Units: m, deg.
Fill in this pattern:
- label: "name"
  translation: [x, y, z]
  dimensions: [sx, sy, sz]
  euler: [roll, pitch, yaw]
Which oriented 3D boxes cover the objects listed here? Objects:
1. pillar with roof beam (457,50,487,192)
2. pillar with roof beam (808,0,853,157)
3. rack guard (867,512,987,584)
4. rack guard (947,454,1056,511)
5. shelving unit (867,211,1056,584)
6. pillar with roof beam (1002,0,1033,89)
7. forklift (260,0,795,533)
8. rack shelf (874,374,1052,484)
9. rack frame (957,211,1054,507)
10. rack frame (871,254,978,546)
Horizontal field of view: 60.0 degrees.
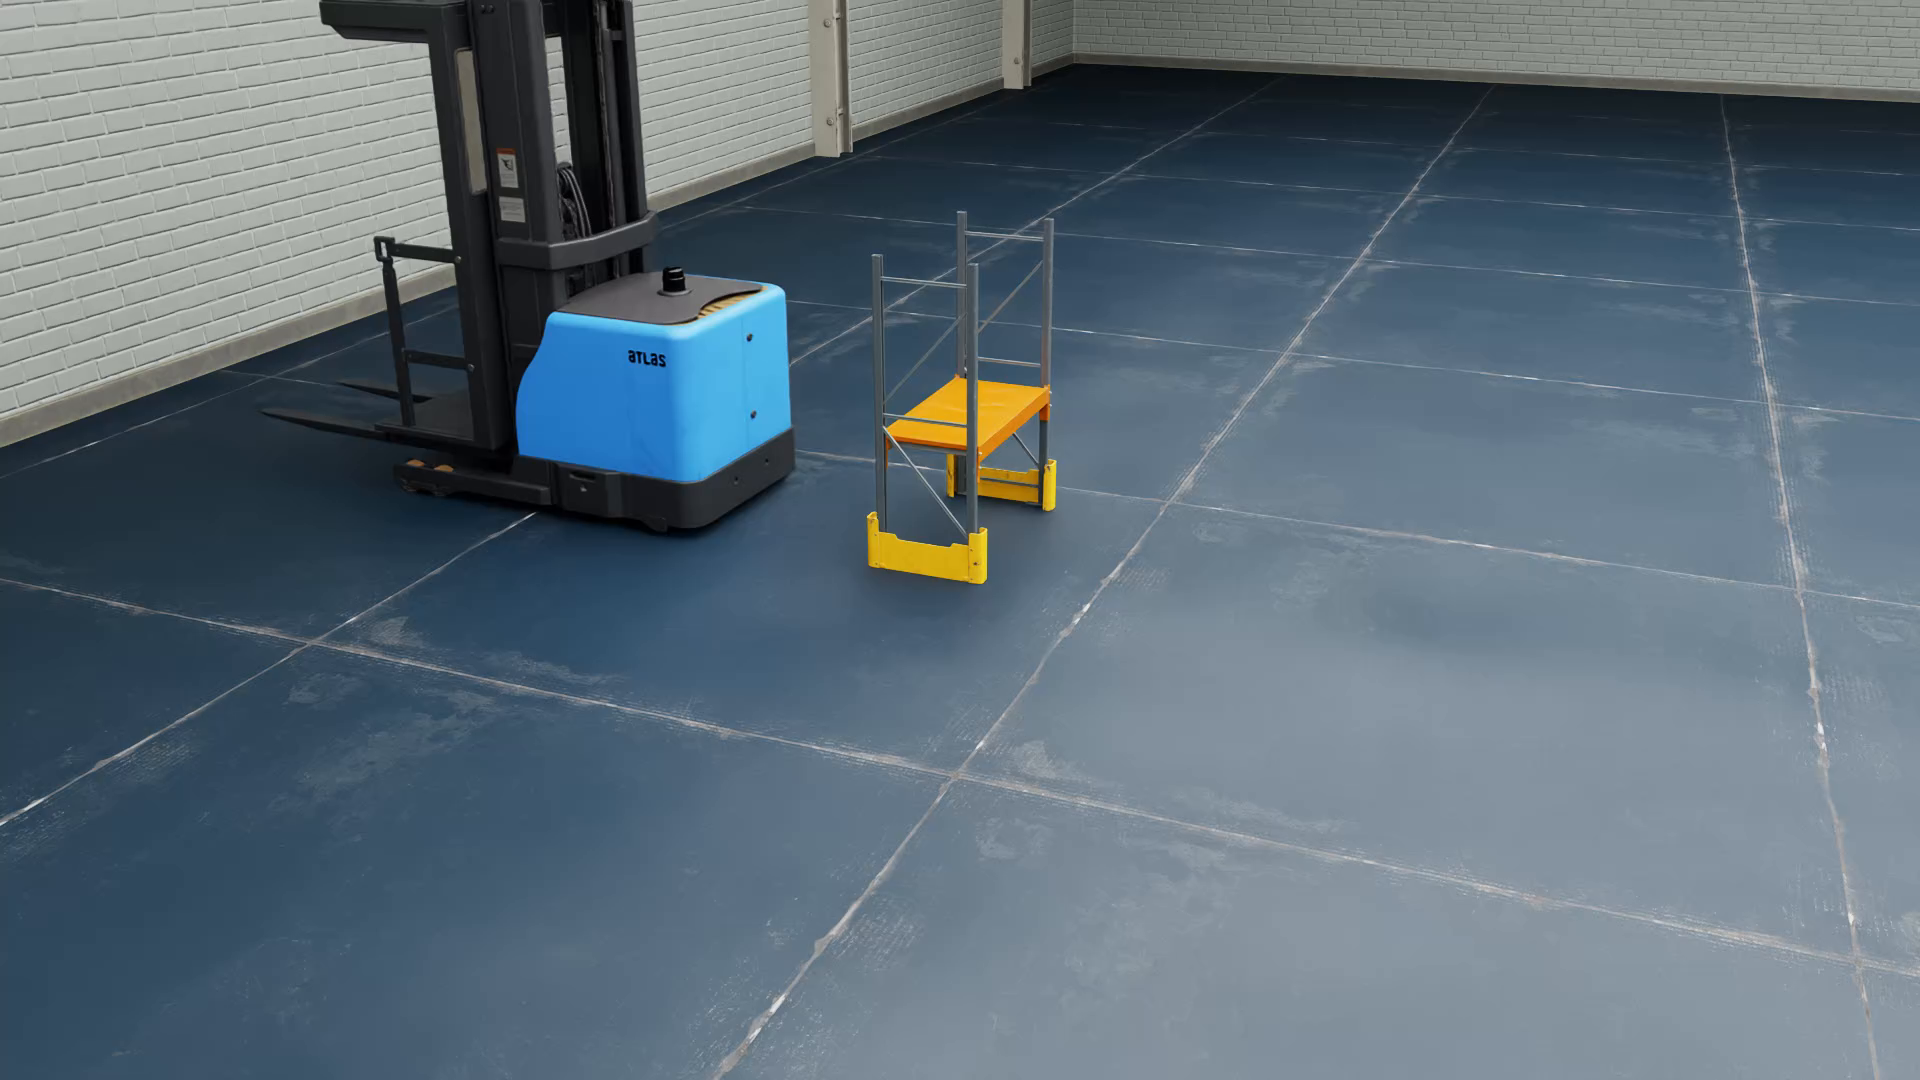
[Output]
- label: "pillar with roof beam"
  translation: [0.346, -5.712, 10.249]
  dimensions: [9.100, 9.000, 0.400]
  euler: [9, 24, 20]
- label: "pillar with roof beam"
  translation: [2.575, -7.859, 15.389]
  dimensions: [9.100, 9.000, 0.400]
  euler: [9, 24, 20]
- label: "rack guard"
  translation: [-0.157, 0.036, 7.840]
  dimensions: [0.587, 0.250, 0.087]
  euler: [9, 24, 20]
- label: "rack guard"
  translation: [0.213, -0.321, 8.694]
  dimensions: [0.587, 0.250, 0.087]
  euler: [9, 24, 20]
- label: "shelving unit"
  translation: [0.028, -0.719, 8.026]
  dimensions: [0.587, 1.500, 1.083]
  euler: [9, 24, 20]
- label: "pillar with roof beam"
  translation: [4.804, -10.006, 20.529]
  dimensions: [9.100, 9.000, 0.400]
  euler: [9, 24, 20]
- label: "forklift"
  translation: [-2.453, -1.753, 8.644]
  dimensions: [3.031, 2.935, 1.130]
  euler: [10, 25, 22]
- label: "rack shelf"
  translation: [0.032, -0.557, 8.103]
  dimensions: [0.538, 0.185, 1.000]
  euler: [9, 24, 20]
- label: "rack frame"
  translation: [0.221, -0.904, 8.470]
  dimensions: [0.500, 1.500, 0.032]
  euler: [9, 24, 20]
- label: "rack frame"
  translation: [-0.157, -0.541, 7.599]
  dimensions: [0.500, 1.500, 0.032]
  euler: [9, 24, 20]
